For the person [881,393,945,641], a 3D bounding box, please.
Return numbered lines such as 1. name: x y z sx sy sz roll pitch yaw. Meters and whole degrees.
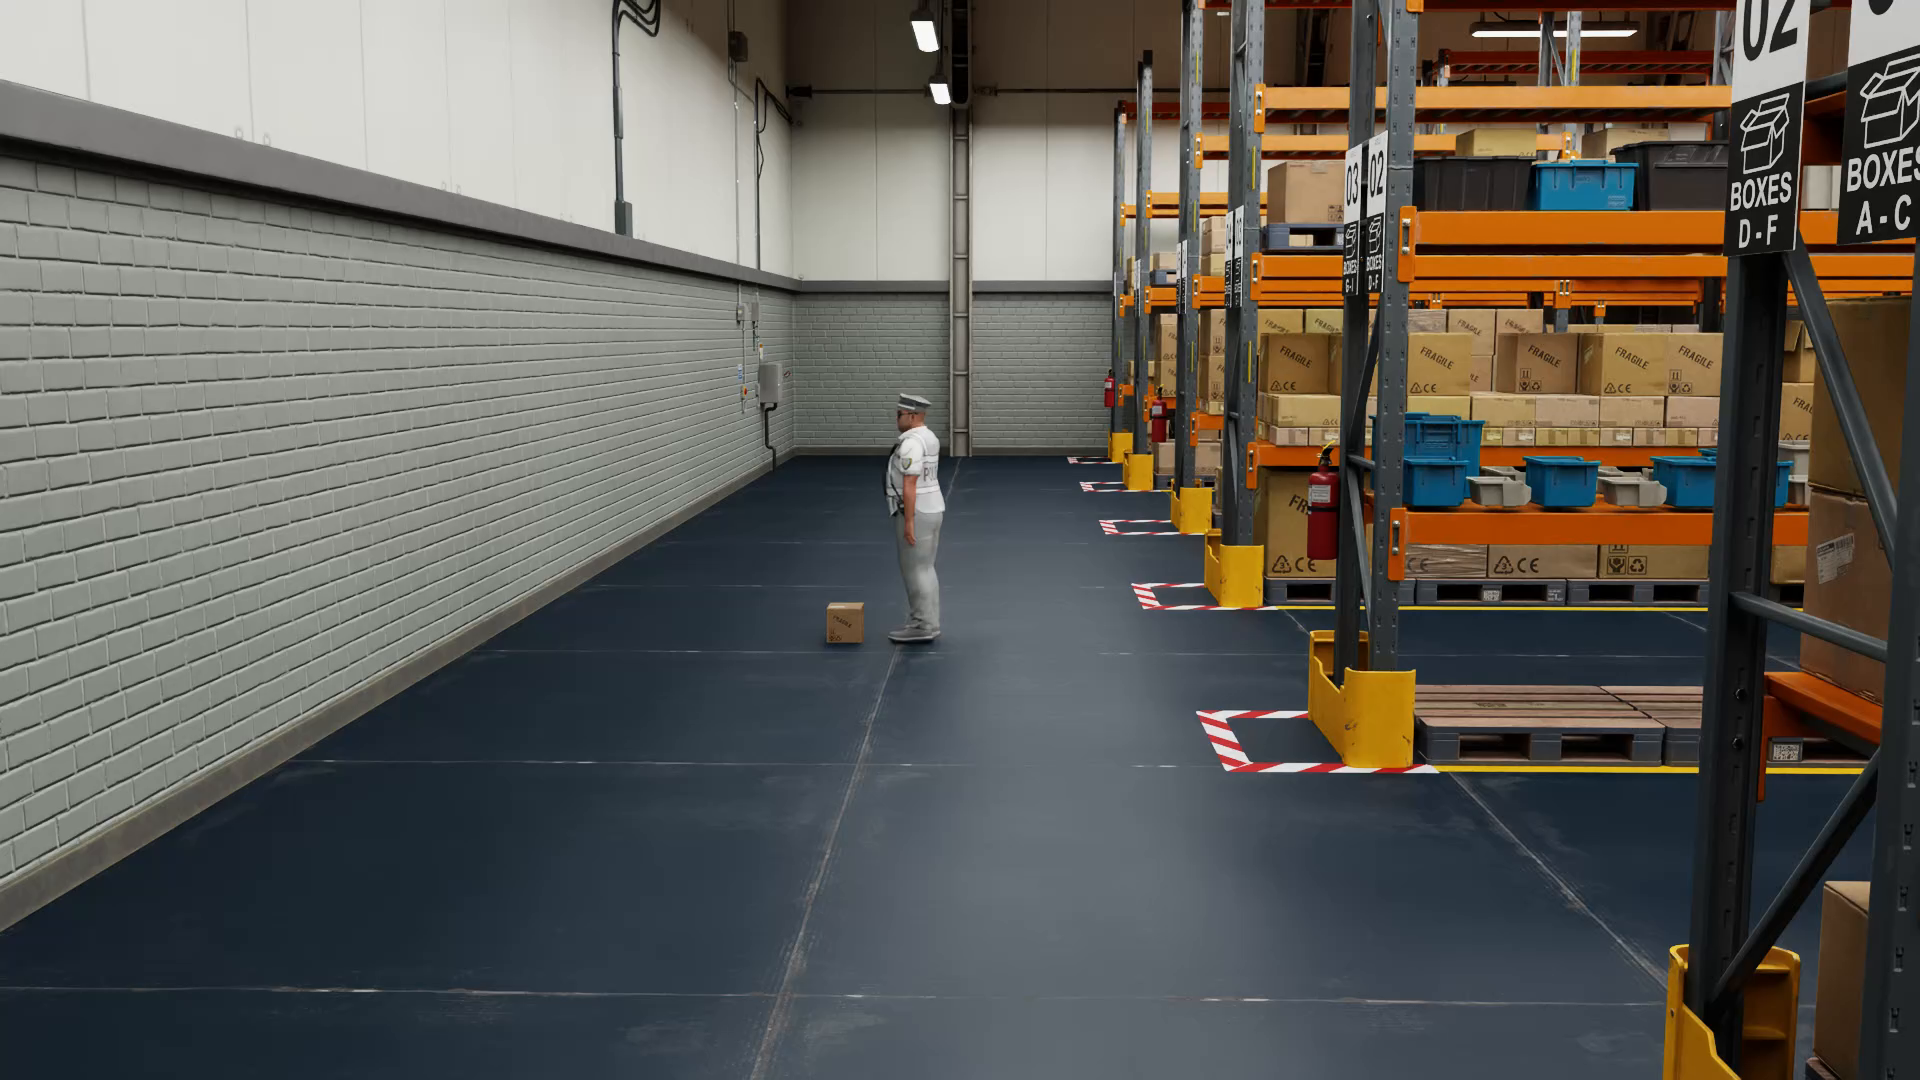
1. person: -0.324 -0.165 11.886 0.402 1.773 0.562 2 7 14
